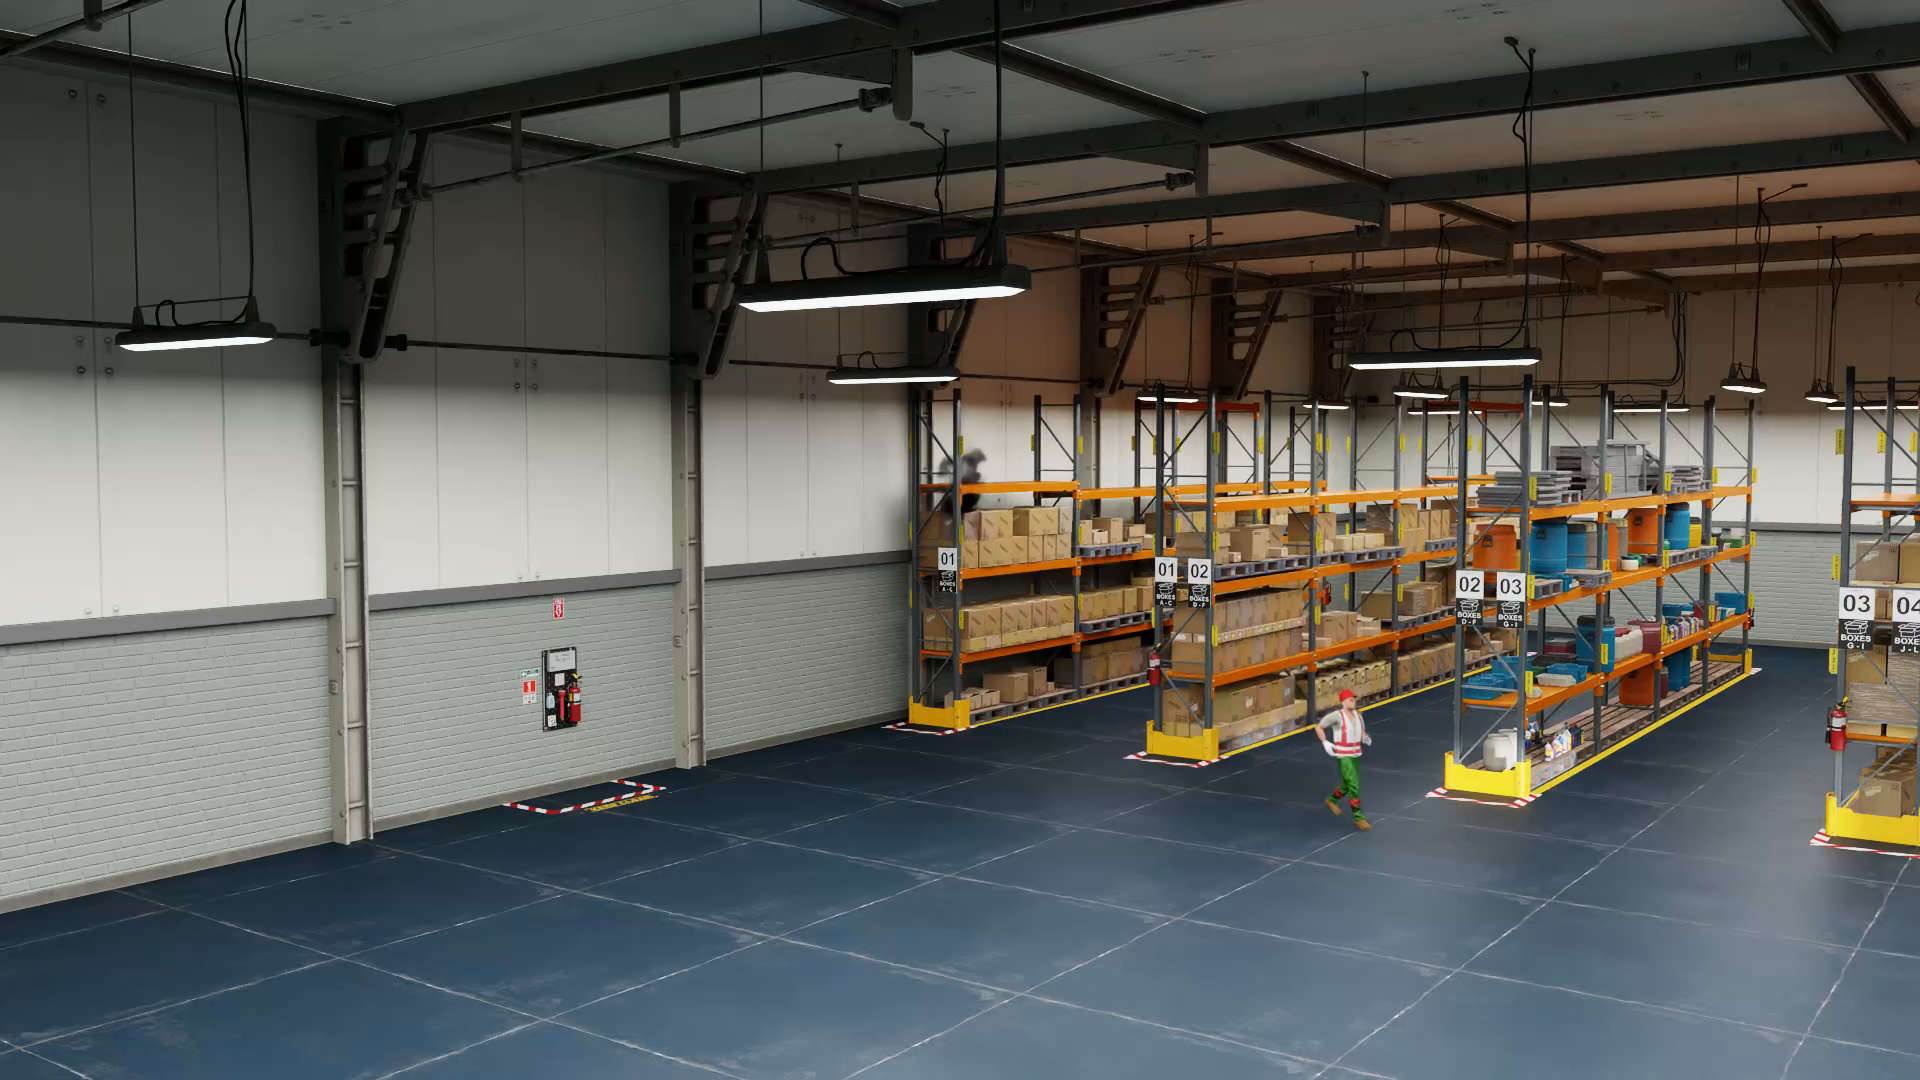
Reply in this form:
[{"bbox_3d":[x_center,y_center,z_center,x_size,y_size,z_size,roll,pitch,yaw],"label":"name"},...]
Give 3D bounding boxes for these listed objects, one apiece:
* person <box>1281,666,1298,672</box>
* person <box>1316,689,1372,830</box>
[{"bbox_3d":[6.744,2.199,33.912,0.650,1.768,0.722,3,4,42],"label":"person"},{"bbox_3d":[5.100,2.852,21.896,0.685,1.769,0.971,-2,4,-31],"label":"person"}]
